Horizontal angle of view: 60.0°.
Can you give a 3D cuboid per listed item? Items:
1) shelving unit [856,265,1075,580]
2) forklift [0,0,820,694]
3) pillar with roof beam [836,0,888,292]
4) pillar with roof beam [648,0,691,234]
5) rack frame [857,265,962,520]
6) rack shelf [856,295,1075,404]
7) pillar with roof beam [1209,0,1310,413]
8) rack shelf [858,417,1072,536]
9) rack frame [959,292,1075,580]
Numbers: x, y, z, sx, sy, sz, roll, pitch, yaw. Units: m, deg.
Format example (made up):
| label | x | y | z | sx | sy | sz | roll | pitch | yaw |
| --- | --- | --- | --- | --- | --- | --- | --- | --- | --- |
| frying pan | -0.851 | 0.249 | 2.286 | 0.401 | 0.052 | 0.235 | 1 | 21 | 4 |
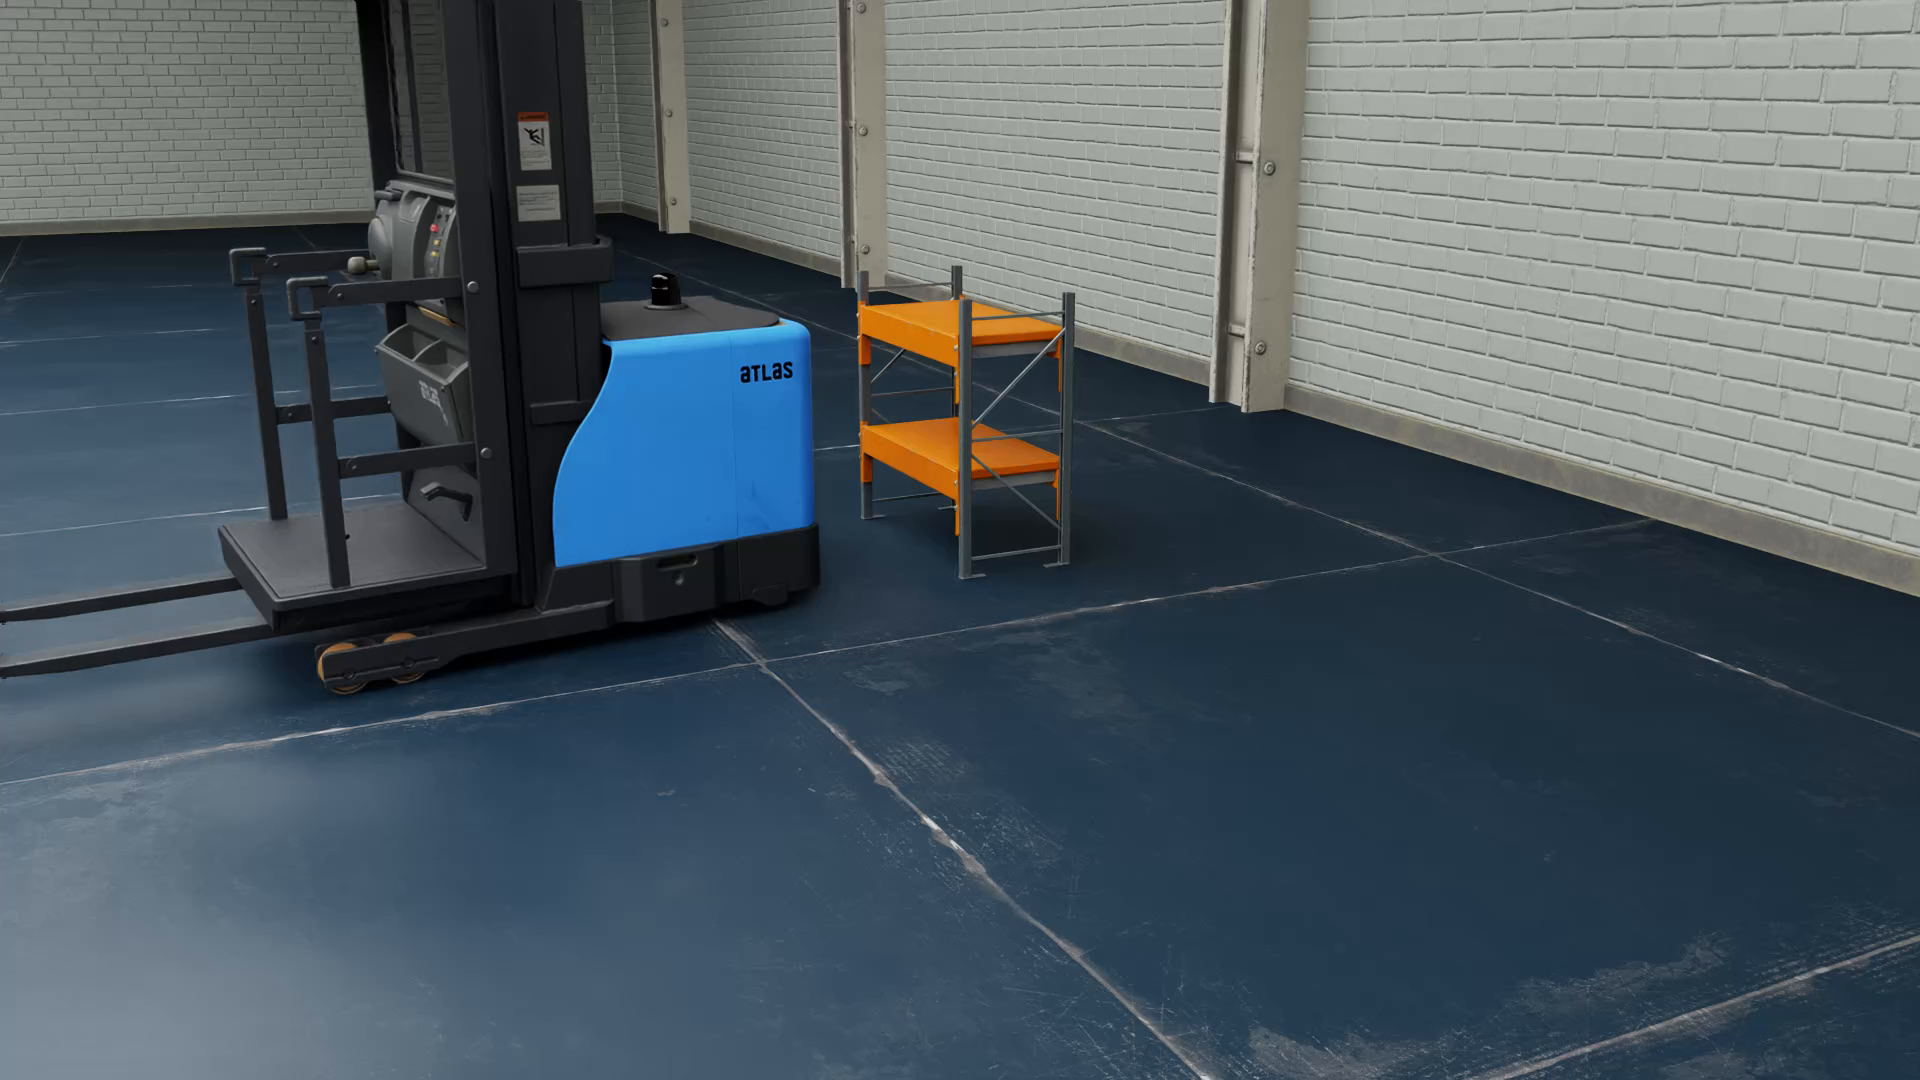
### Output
| label | x | y | z | sx | sy | sz | roll | pitch | yaw |
| --- | --- | --- | --- | --- | --- | --- | --- | --- | --- |
| shelving unit | 0.003 | -0.539 | 7.090 | 0.538 | 1.125 | 1.048 | -8 | 18 | -25 |
| forklift | -2.059 | -1.066 | 5.651 | 3.031 | 2.935 | 1.130 | -10 | 19 | -31 |
| pillar with roof beam | -4.746 | -6.117 | 12.253 | 9.100 | 9.000 | 0.400 | -8 | 18 | -25 |
| pillar with roof beam | -7.375 | -7.605 | 17.437 | 9.100 | 9.000 | 0.400 | -8 | 18 | -25 |
| rack frame | -0.220 | -0.665 | 7.529 | 0.500 | 1.125 | 0.032 | -8 | 18 | -25 |
| rack shelf | 0.003 | -0.820 | 7.009 | 0.538 | 0.278 | 1.000 | -8 | 18 | -25 |
| pillar with roof beam | -2.118 | -4.629 | 7.069 | 9.100 | 9.000 | 0.400 | -8 | 18 | -25 |
| rack shelf | 0.003 | -0.304 | 7.157 | 0.538 | 0.278 | 1.000 | -8 | 18 | -25 |
| rack frame | 0.226 | -0.413 | 6.650 | 0.500 | 1.125 | 0.032 | -8 | 18 | -25 |
